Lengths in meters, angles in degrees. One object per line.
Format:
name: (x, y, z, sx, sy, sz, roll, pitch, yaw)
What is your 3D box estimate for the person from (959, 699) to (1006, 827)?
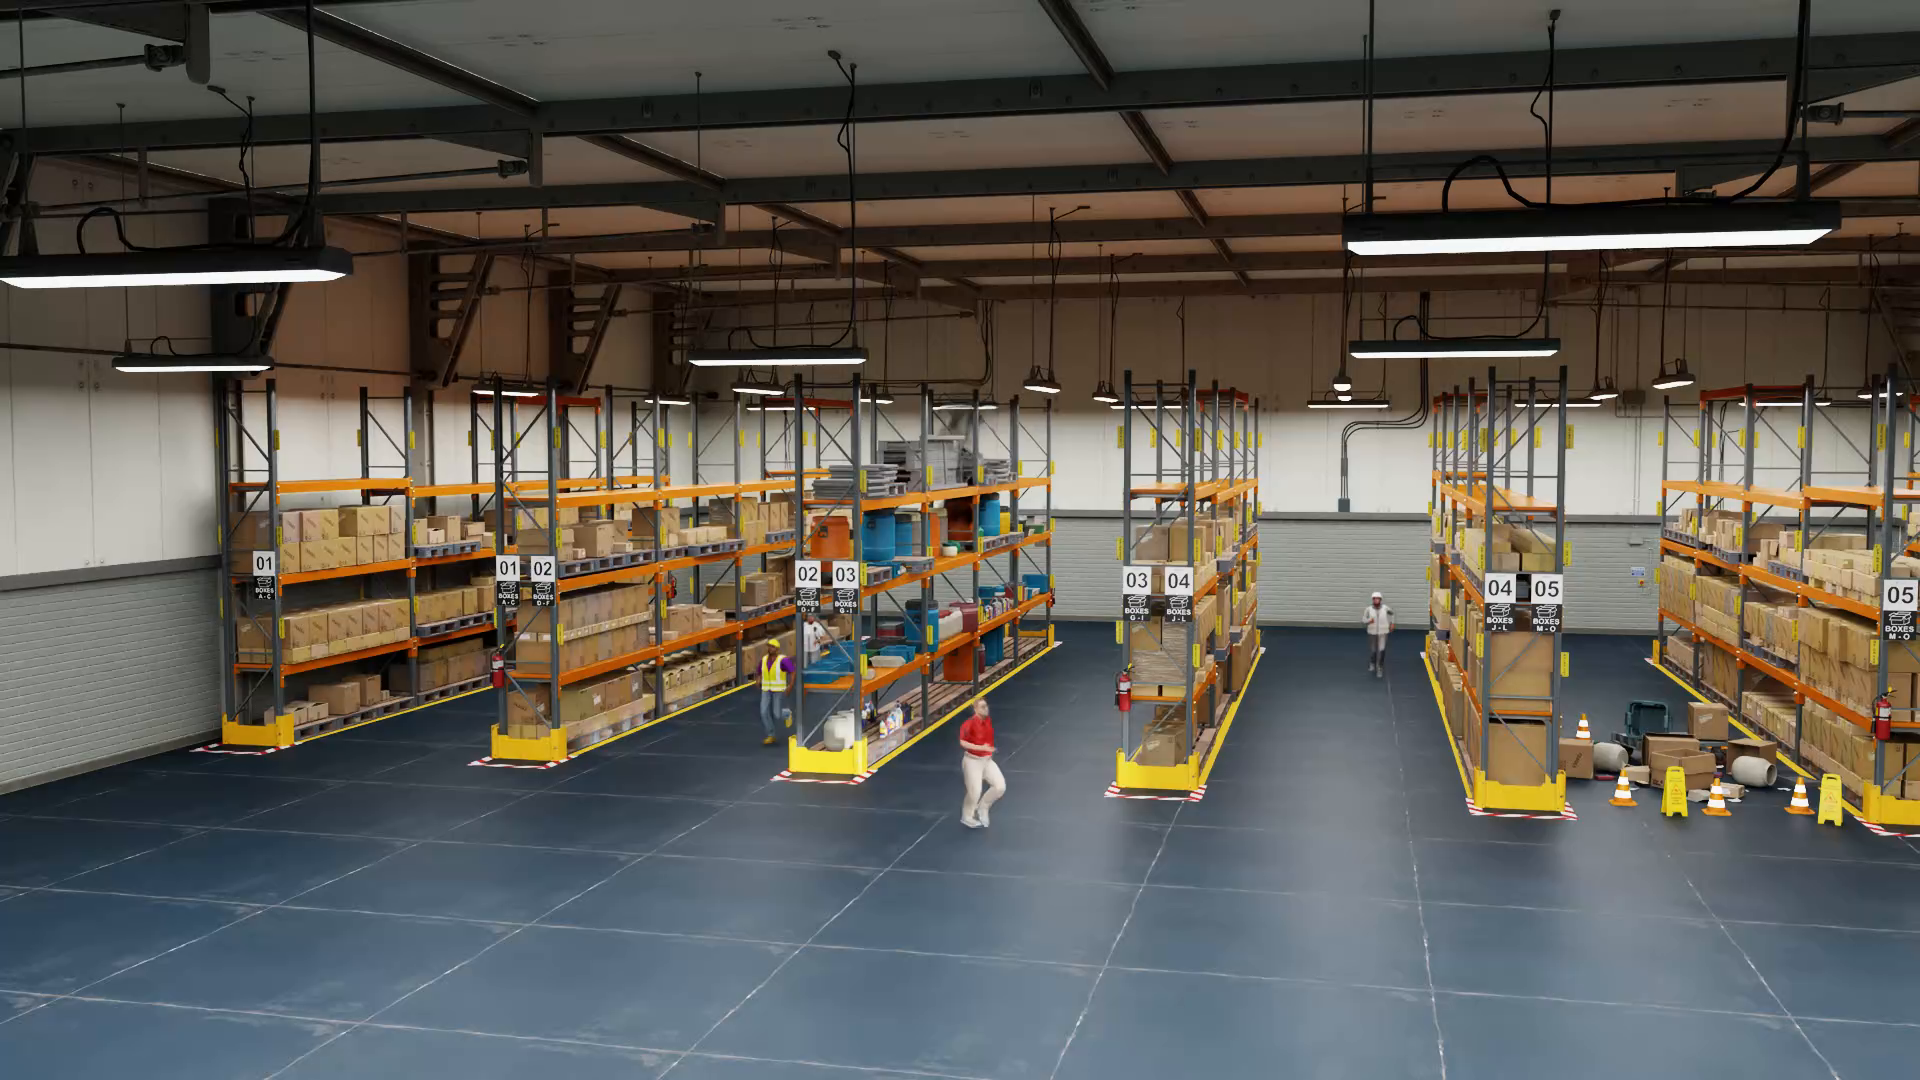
person: (0.257, 2.869, 21.321, 0.656, 1.691, 0.696, -3, 5, -44)

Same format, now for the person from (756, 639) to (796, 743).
person: (-3.088, 2.500, 27.648, 0.720, 1.703, 0.606, 1, 4, 17)

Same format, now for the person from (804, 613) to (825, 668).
person: (-2.974, 2.206, 32.931, 0.594, 1.624, 0.548, 0, 3, 5)

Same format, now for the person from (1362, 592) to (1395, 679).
person: (8.875, 2.005, 35.281, 0.663, 1.823, 0.901, 1, 4, 19)
